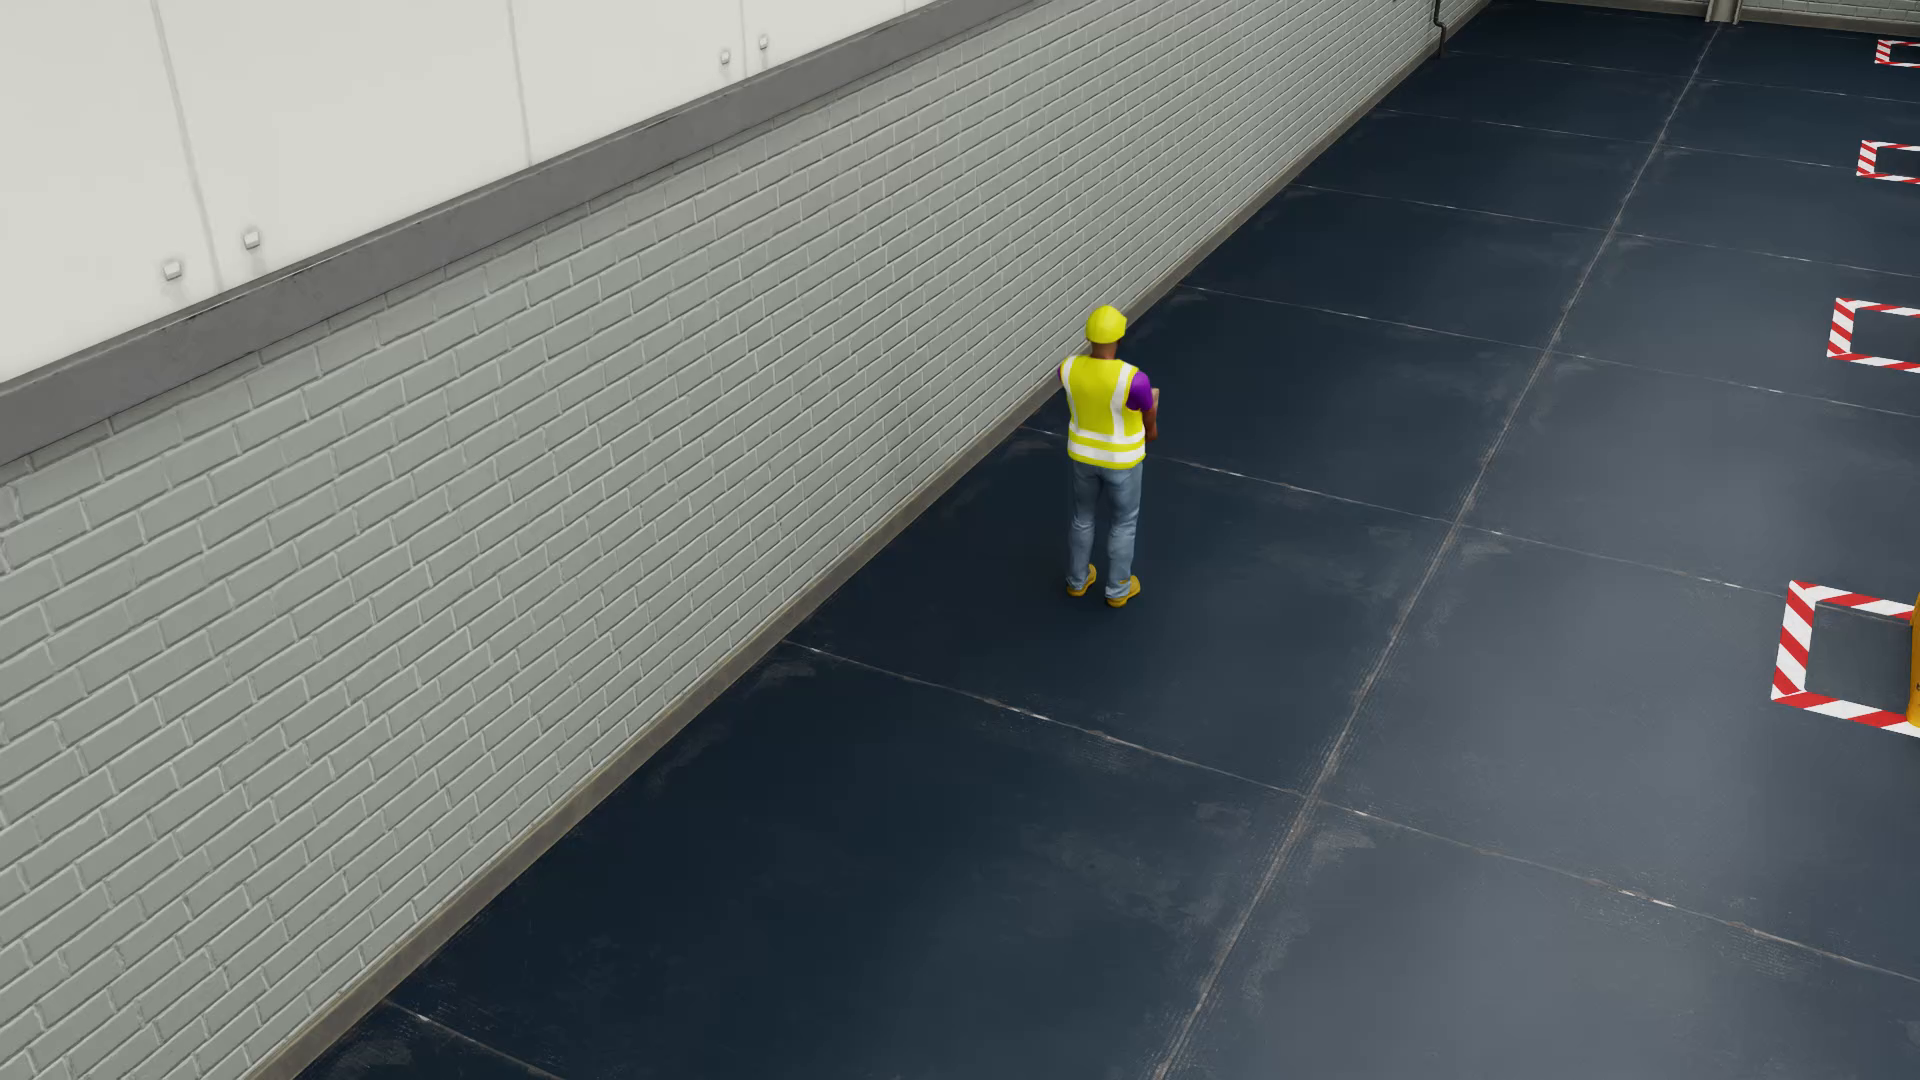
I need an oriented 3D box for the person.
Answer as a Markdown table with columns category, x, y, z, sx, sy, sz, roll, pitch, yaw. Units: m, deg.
| category | x | y | z | sx | sy | sz | roll | pitch | yaw |
| --- | --- | --- | --- | --- | --- | --- | --- | --- | --- |
| person | 0.830 | -0.503 | 9.148 | 0.504 | 1.761 | 0.572 | 15 | 33 | 24 |
